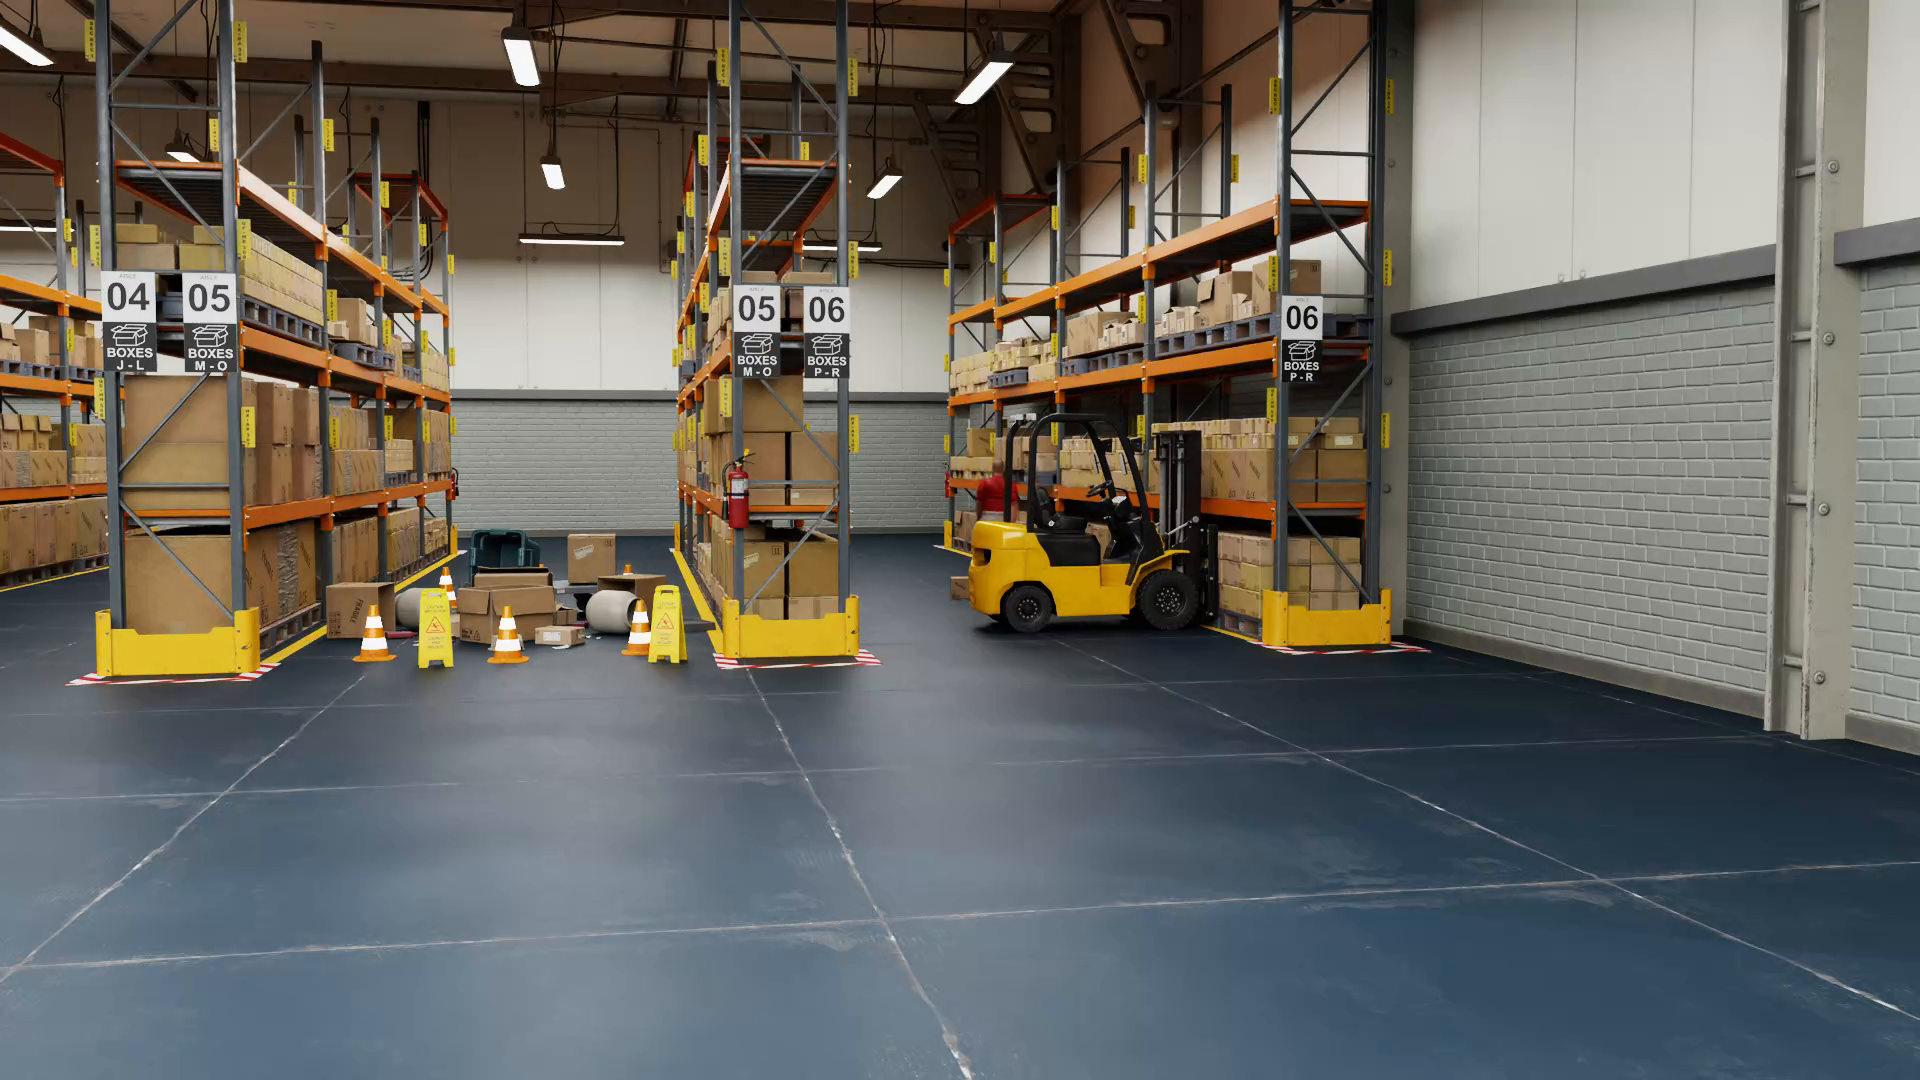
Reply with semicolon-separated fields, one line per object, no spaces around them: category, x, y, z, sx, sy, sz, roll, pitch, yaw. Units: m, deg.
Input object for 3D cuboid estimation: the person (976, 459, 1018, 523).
person;0.472;-0.214;21.525;0.534;1.666;0.996;0;3;-2
